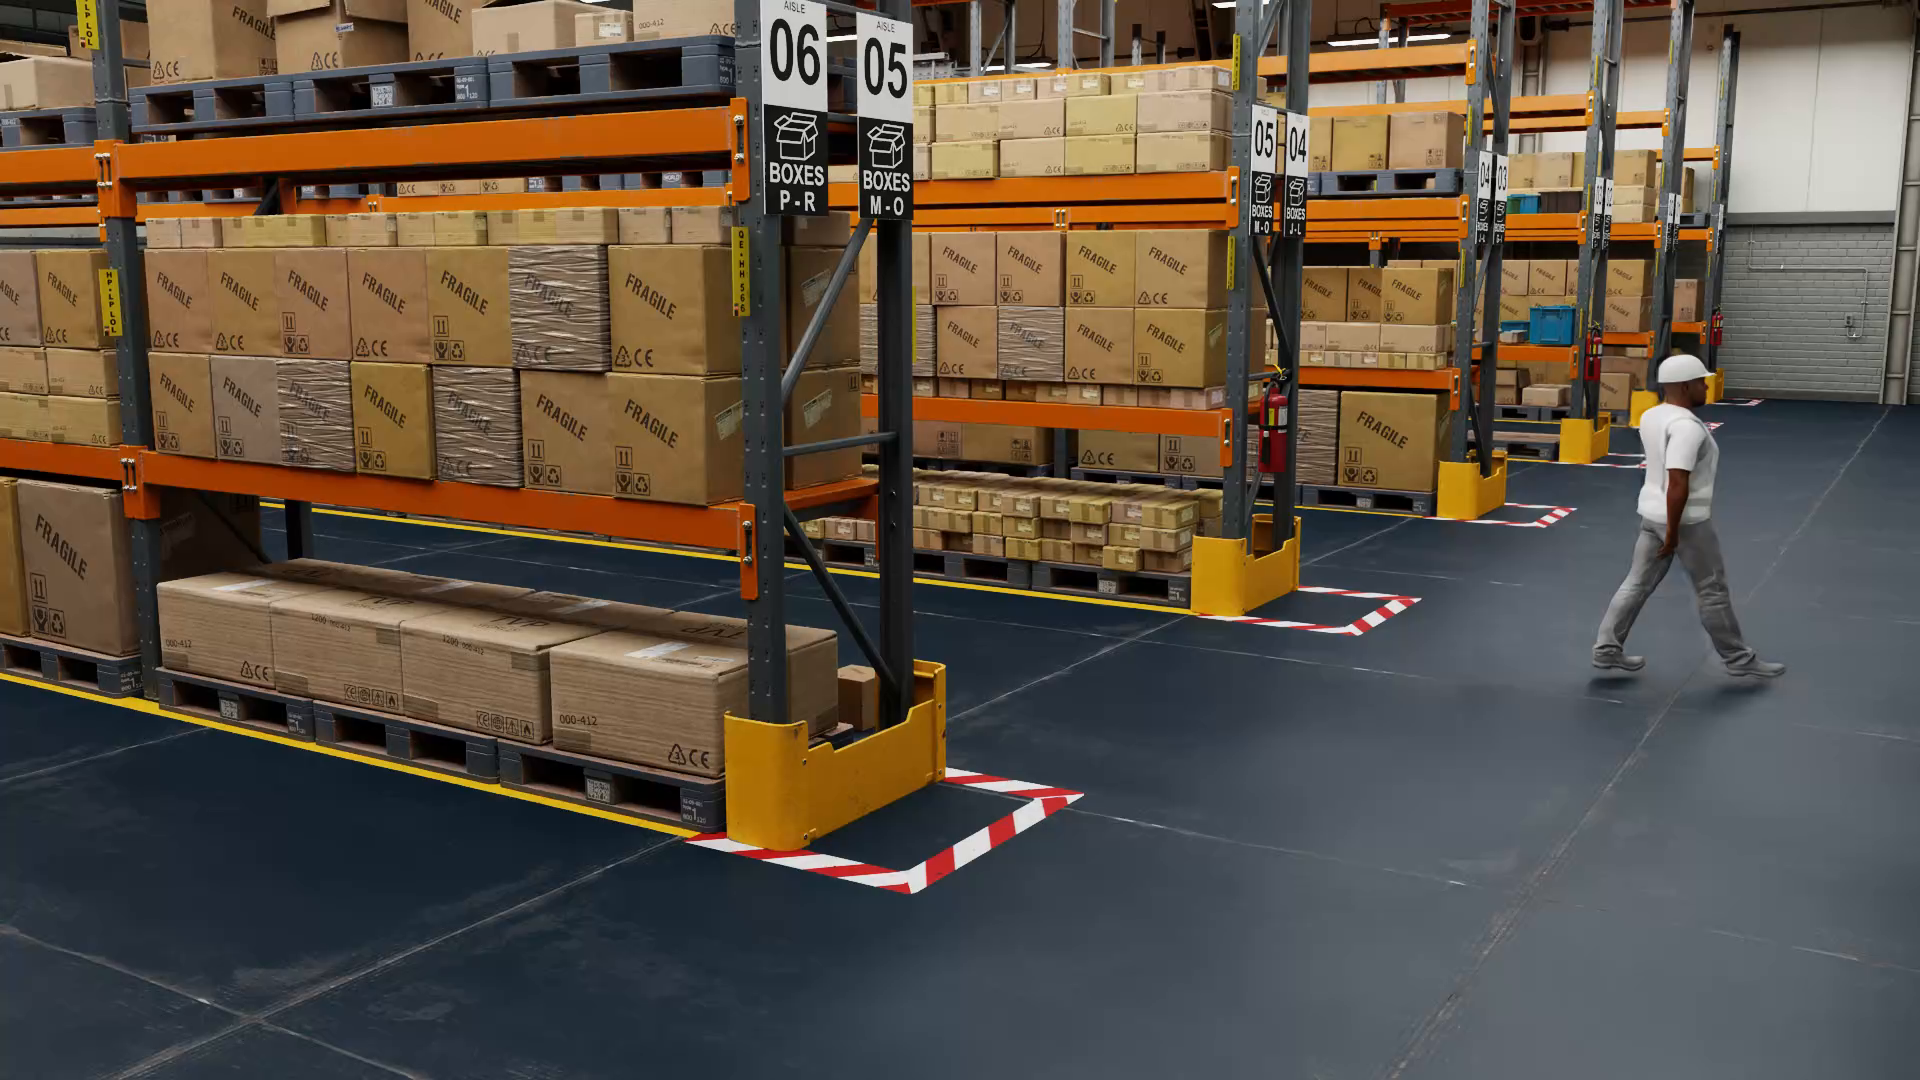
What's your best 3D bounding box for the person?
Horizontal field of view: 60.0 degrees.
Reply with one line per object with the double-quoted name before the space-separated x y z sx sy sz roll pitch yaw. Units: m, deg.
"person" 3.933 -0.136 8.923 0.990 1.712 0.589 0 9 -3
